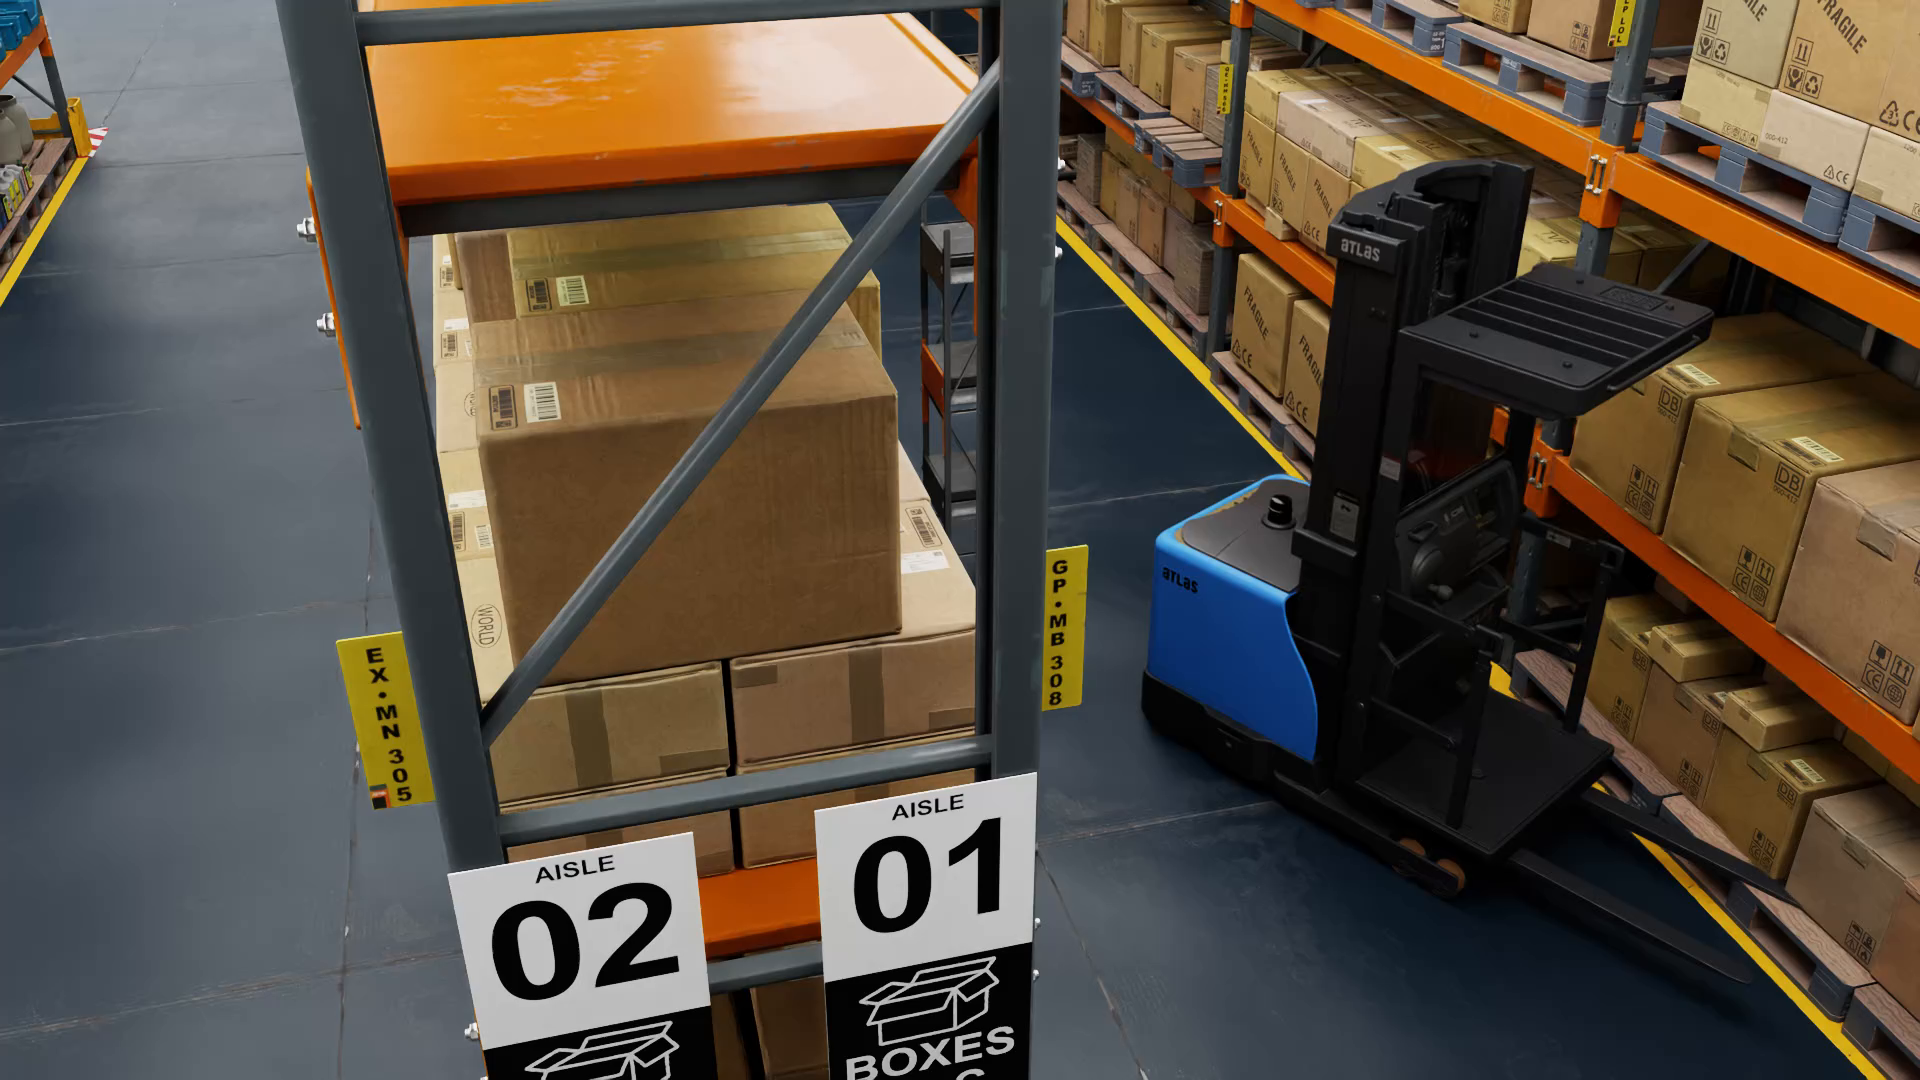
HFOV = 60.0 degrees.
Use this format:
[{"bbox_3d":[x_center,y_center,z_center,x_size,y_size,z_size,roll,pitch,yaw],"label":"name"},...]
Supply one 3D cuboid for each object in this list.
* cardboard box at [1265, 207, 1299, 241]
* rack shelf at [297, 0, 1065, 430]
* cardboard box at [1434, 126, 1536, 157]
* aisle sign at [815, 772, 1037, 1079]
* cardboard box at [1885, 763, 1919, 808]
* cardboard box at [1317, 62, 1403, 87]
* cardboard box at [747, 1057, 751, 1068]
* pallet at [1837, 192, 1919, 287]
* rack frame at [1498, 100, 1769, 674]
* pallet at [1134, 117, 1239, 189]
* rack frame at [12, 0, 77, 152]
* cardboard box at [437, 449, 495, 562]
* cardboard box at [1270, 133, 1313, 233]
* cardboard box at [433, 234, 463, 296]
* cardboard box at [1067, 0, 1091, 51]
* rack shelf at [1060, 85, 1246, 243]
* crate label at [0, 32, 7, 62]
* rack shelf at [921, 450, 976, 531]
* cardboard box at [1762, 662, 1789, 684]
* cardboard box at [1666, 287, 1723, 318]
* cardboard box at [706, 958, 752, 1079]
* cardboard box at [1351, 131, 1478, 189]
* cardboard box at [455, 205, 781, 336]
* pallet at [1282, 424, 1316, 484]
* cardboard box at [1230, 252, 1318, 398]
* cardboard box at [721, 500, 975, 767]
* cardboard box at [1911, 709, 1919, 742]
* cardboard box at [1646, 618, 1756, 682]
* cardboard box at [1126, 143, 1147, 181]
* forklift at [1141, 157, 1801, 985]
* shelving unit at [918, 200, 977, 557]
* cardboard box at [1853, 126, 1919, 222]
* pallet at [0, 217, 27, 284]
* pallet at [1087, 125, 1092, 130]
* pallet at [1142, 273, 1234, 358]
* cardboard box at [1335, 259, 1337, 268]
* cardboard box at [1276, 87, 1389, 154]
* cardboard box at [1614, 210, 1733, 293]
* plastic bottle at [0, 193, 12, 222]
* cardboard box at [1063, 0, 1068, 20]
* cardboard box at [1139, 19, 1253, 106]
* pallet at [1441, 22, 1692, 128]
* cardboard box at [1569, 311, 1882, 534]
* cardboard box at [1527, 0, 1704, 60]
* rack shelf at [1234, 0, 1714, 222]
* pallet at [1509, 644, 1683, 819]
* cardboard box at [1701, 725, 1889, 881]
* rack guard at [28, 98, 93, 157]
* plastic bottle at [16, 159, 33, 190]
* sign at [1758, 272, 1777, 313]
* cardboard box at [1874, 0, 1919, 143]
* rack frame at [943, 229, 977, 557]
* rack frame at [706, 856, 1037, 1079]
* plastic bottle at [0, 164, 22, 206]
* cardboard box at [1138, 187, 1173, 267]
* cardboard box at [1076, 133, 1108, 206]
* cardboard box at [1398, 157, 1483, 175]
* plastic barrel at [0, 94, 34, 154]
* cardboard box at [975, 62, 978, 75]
[{"bbox_3d":[2.206,-2.067,10.789,0.380,0.149,0.250,-7,31,-12],"label":"cardboard box"},{"bbox_3d":[-0.888,-1.345,4.043,1.077,0.370,4.000,-8,31,-13],"label":"rack shelf"},{"bbox_3d":[3.068,-2.195,9.615,0.500,0.250,0.500,-9,31,-14],"label":"cardboard box"},{"bbox_3d":[-0.056,0.774,3.055,0.394,0.787,0.004,-8,31,-13],"label":"aisle sign"},{"bbox_3d":[4.023,0.961,6.756,0.380,0.149,0.250,-8,31,-13],"label":"cardboard box"},{"bbox_3d":[2.665,-2.940,10.901,0.500,0.250,0.500,-7,31,-12],"label":"cardboard box"},{"bbox_3d":[-0.363,1.364,4.531,0.500,0.500,0.500,-8,31,-14],"label":"cardboard box"},{"bbox_3d":[3.884,-0.963,5.744,1.003,0.211,1.213,-8,31,-13],"label":"pallet"},{"bbox_3d":[3.356,-0.688,8.175,1.000,3.000,0.127,-8,31,-13],"label":"rack frame"},{"bbox_3d":[2.003,-2.866,12.131,1.213,0.211,1.003,-8,31,-13],"label":"pallet"},{"bbox_3d":[-9.381,-5.166,15.912,1.000,3.000,0.127,-8,31,-13],"label":"rack frame"},{"bbox_3d":[-0.872,-0.001,3.644,0.500,0.250,0.500,-8,31,-13],"label":"cardboard box"},{"bbox_3d":[2.307,-2.277,10.505,0.500,0.500,0.500,-7,31,-12],"label":"cardboard box"},{"bbox_3d":[-1.273,-0.725,4.895,0.500,0.250,0.500,-8,31,-13],"label":"cardboard box"},{"bbox_3d":[1.335,-4.535,14.282,0.700,0.500,0.500,-8,31,-13],"label":"cardboard box"},{"bbox_3d":[1.764,-3.274,13.361,1.077,0.370,4.000,-8,31,-13],"label":"rack shelf"},{"bbox_3d":[-8.631,-4.328,14.430,0.502,0.435,0.616,-8,31,-13],"label":"crate label"},{"bbox_3d":[0.044,-0.211,9.674,0.431,0.518,0.480,-8,31,-13],"label":"rack shelf"},{"bbox_3d":[3.821,0.592,7.393,0.380,0.149,0.250,-9,31,-15],"label":"cardboard box"},{"bbox_3d":[3.477,-1.124,8.512,0.500,0.500,0.500,-9,31,-15],"label":"cardboard box"},{"bbox_3d":[-0.740,1.250,3.729,0.500,0.500,0.500,-8,31,-14],"label":"cardboard box"},{"bbox_3d":[2.588,-2.125,9.493,0.500,0.250,0.500,-8,31,-14],"label":"cardboard box"},{"bbox_3d":[-0.796,-0.595,3.923,0.700,0.500,0.500,-8,31,-13],"label":"cardboard box"},{"bbox_3d":[2.751,-0.434,10.520,1.003,0.211,1.213,-8,31,-13],"label":"pallet"},{"bbox_3d":[2.363,-1.498,11.302,0.750,0.750,0.750,-8,31,-14],"label":"cardboard box"},{"bbox_3d":[-0.243,0.172,3.345,0.500,0.250,0.500,-8,31,-13],"label":"cardboard box"},{"bbox_3d":[4.069,0.520,5.790,0.980,0.700,0.700,-8,31,-14],"label":"cardboard box"},{"bbox_3d":[3.371,0.496,7.558,0.380,0.149,0.250,-7,31,-12],"label":"cardboard box"},{"bbox_3d":[1.706,-3.168,13.768,0.500,0.250,0.500,-9,31,-15],"label":"cardboard box"},{"bbox_3d":[2.292,0.004,7.048,1.130,2.935,3.031,-26,39,-37],"label":"forklift"},{"bbox_3d":[0.044,-0.829,9.317,0.431,2.100,0.503,-8,31,-13],"label":"shelving unit"},{"bbox_3d":[3.550,-1.282,5.839,0.500,0.250,0.500,-9,31,-15],"label":"cardboard box"},{"bbox_3d":[-8.457,-2.357,13.843,1.003,0.211,1.213,-8,31,-13],"label":"pallet"},{"bbox_3d":[0.693,-4.255,17.121,1.003,0.211,1.213,-8,31,-13],"label":"pallet"},{"bbox_3d":[2.089,-1.790,12.863,1.003,0.211,1.213,-8,31,-13],"label":"pallet"},{"bbox_3d":[2.527,-1.712,10.175,0.380,0.149,0.250,-7,31,-13],"label":"cardboard box"},{"bbox_3d":[2.310,-2.612,10.334,0.500,0.250,0.500,-8,31,-14],"label":"cardboard box"},{"bbox_3d":[3.485,-1.450,8.326,0.500,0.250,0.500,-7,31,-12],"label":"cardboard box"},{"bbox_3d":[-8.187,-2.870,14.218,0.061,0.283,0.133,-6,31,-11],"label":"plastic bottle"},{"bbox_3d":[0.809,-5.007,15.018,0.500,0.500,0.500,-8,31,-13],"label":"cardboard box"},{"bbox_3d":[1.808,-3.678,12.802,0.700,0.500,0.500,-8,31,-13],"label":"cardboard box"},{"bbox_3d":[3.065,-2.339,8.225,0.805,0.209,1.217,-9,31,-15],"label":"pallet"},{"bbox_3d":[3.484,-0.553,7.643,0.980,0.700,0.700,-7,31,-13],"label":"cardboard box"},{"bbox_3d":[3.229,-2.659,8.048,0.700,0.500,0.500,-10,31,-16],"label":"cardboard box"},{"bbox_3d":[2.825,-2.640,9.272,1.077,0.370,4.000,-8,31,-13],"label":"rack shelf"},{"bbox_3d":[3.483,0.897,8.221,1.003,0.211,1.213,-8,31,-13],"label":"pallet"},{"bbox_3d":[3.720,1.079,7.199,0.700,0.500,0.500,-7,31,-12],"label":"cardboard box"},{"bbox_3d":[-9.315,-4.054,16.486,1.175,0.500,0.348,-8,31,-13],"label":"rack guard"},{"bbox_3d":[-8.422,-3.298,14.957,0.061,0.283,0.133,-7,31,-12],"label":"plastic bottle"},{"bbox_3d":[3.891,-1.171,8.067,0.100,0.325,0.005,-8,31,-13],"label":"sign"},{"bbox_3d":[3.554,-1.604,5.645,0.500,0.500,0.500,-8,31,-13],"label":"cardboard box"},{"bbox_3d":[0.109,-0.711,9.113,0.400,2.100,0.015,-8,31,-13],"label":"rack frame"},{"bbox_3d":[-0.357,1.905,3.696,1.000,3.000,0.127,-8,31,-13],"label":"rack frame"},{"bbox_3d":[-8.345,-3.109,14.564,0.144,0.351,0.185,-7,31,-11],"label":"plastic bottle"},{"bbox_3d":[1.869,-2.569,13.482,0.700,0.500,0.500,-8,31,-14],"label":"cardboard box"},{"bbox_3d":[1.444,-3.307,14.756,0.700,0.500,0.500,-7,31,-12],"label":"cardboard box"},{"bbox_3d":[2.724,-1.879,9.068,0.500,0.250,0.500,-7,31,-12],"label":"cardboard box"},{"bbox_3d":[-9.132,-3.963,15.898,0.421,0.512,0.421,0,30,0],"label":"plastic barrel"},{"bbox_3d":[0.566,-4.609,17.007,0.700,0.500,0.500,-10,31,-16],"label":"cardboard box"}]
